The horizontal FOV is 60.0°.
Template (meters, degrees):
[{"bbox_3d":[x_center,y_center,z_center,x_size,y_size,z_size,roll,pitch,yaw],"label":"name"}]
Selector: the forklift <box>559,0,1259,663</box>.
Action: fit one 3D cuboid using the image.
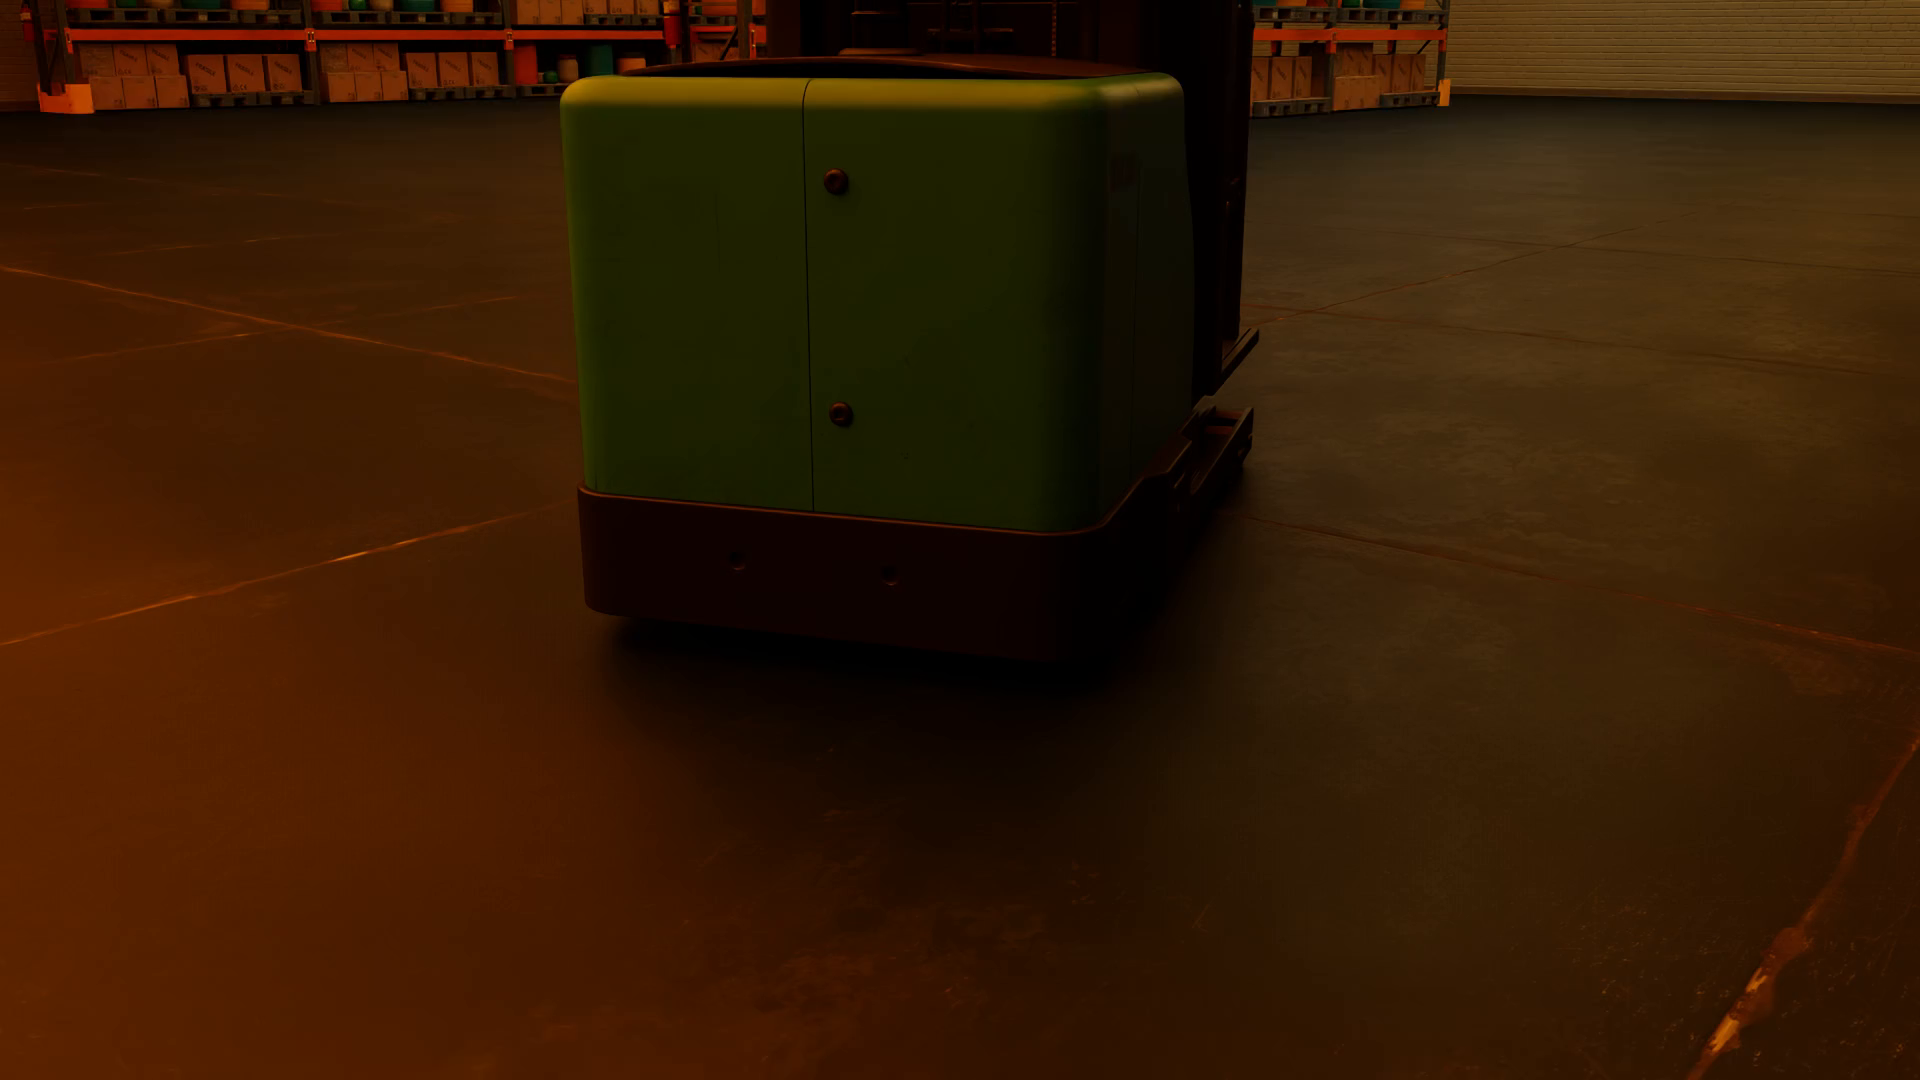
[{"bbox_3d":[0.182,-1.571,4.072,1.130,2.935,3.031,5,18,17],"label":"forklift"}]
